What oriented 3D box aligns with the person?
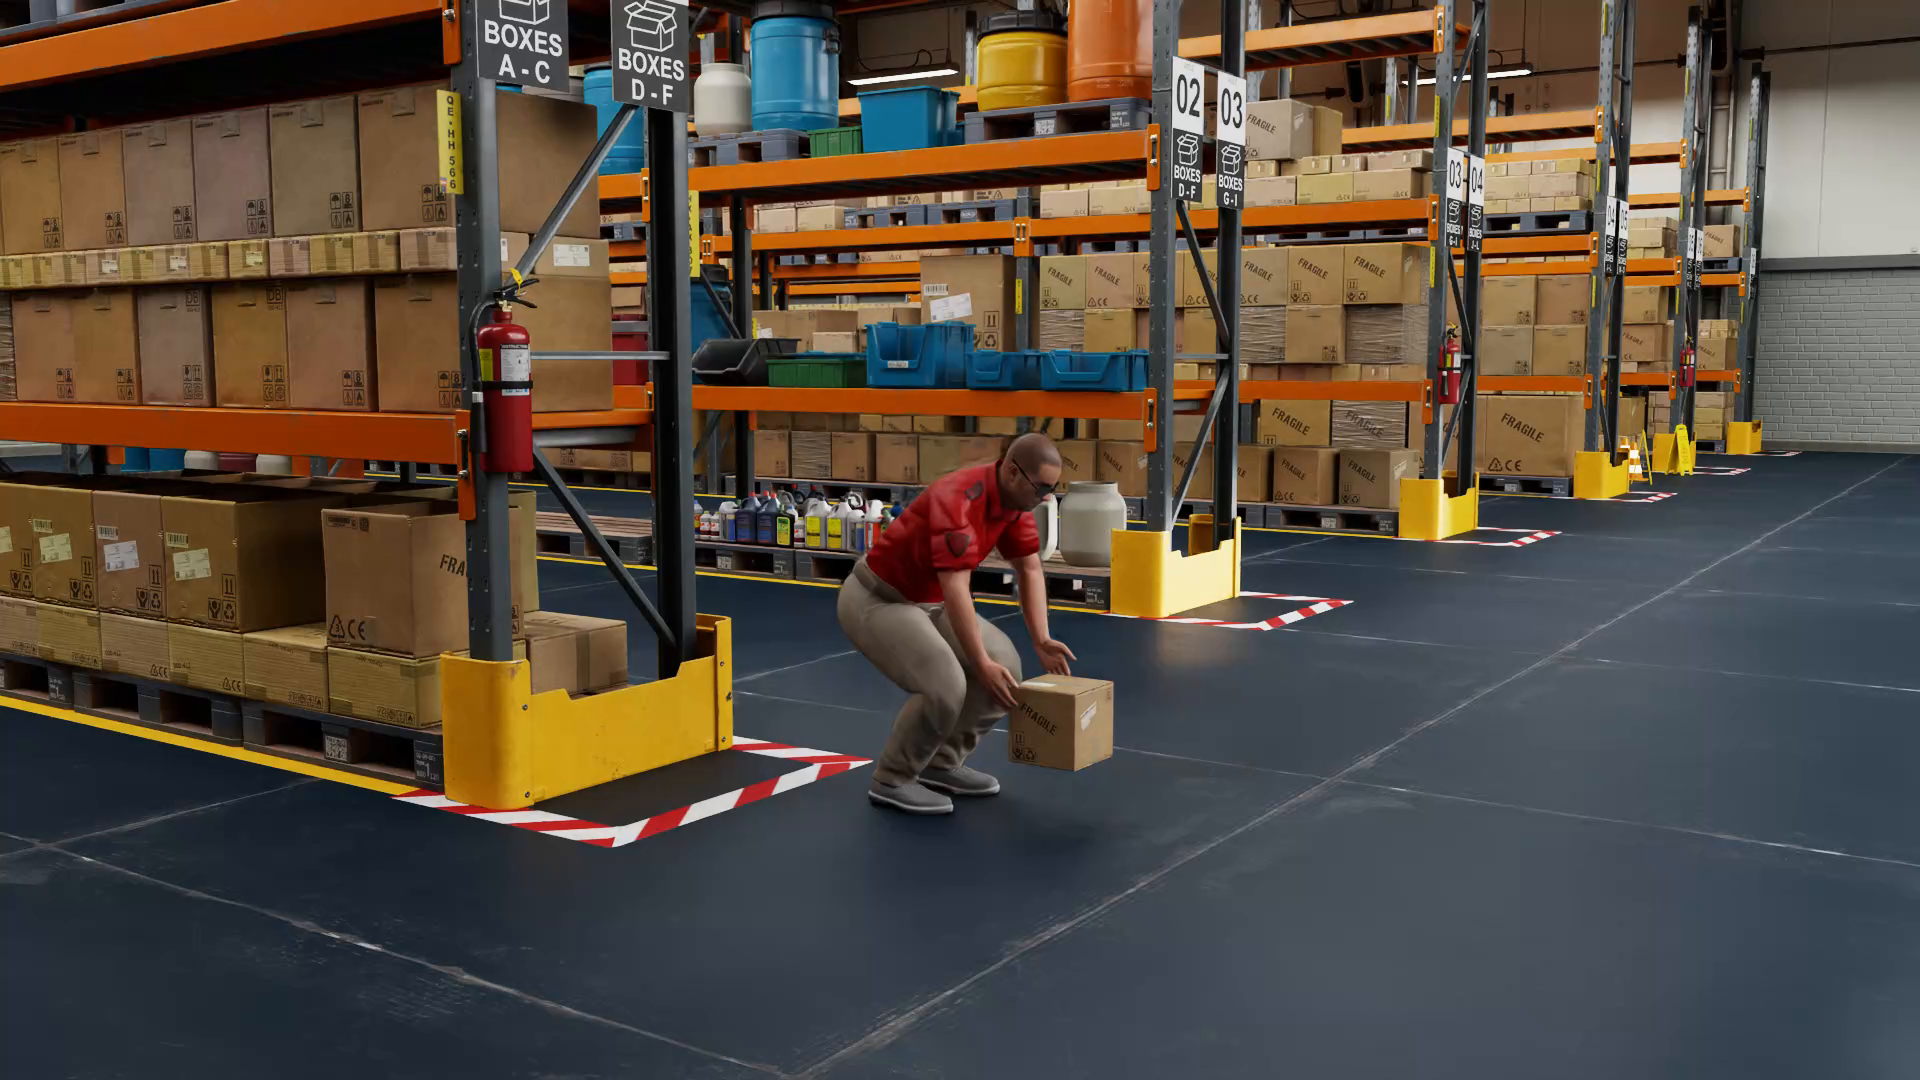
[{"bbox_3d":[-0.010,0.261,5.630,0.778,1.263,0.587,4,8,34],"label":"person"}]
